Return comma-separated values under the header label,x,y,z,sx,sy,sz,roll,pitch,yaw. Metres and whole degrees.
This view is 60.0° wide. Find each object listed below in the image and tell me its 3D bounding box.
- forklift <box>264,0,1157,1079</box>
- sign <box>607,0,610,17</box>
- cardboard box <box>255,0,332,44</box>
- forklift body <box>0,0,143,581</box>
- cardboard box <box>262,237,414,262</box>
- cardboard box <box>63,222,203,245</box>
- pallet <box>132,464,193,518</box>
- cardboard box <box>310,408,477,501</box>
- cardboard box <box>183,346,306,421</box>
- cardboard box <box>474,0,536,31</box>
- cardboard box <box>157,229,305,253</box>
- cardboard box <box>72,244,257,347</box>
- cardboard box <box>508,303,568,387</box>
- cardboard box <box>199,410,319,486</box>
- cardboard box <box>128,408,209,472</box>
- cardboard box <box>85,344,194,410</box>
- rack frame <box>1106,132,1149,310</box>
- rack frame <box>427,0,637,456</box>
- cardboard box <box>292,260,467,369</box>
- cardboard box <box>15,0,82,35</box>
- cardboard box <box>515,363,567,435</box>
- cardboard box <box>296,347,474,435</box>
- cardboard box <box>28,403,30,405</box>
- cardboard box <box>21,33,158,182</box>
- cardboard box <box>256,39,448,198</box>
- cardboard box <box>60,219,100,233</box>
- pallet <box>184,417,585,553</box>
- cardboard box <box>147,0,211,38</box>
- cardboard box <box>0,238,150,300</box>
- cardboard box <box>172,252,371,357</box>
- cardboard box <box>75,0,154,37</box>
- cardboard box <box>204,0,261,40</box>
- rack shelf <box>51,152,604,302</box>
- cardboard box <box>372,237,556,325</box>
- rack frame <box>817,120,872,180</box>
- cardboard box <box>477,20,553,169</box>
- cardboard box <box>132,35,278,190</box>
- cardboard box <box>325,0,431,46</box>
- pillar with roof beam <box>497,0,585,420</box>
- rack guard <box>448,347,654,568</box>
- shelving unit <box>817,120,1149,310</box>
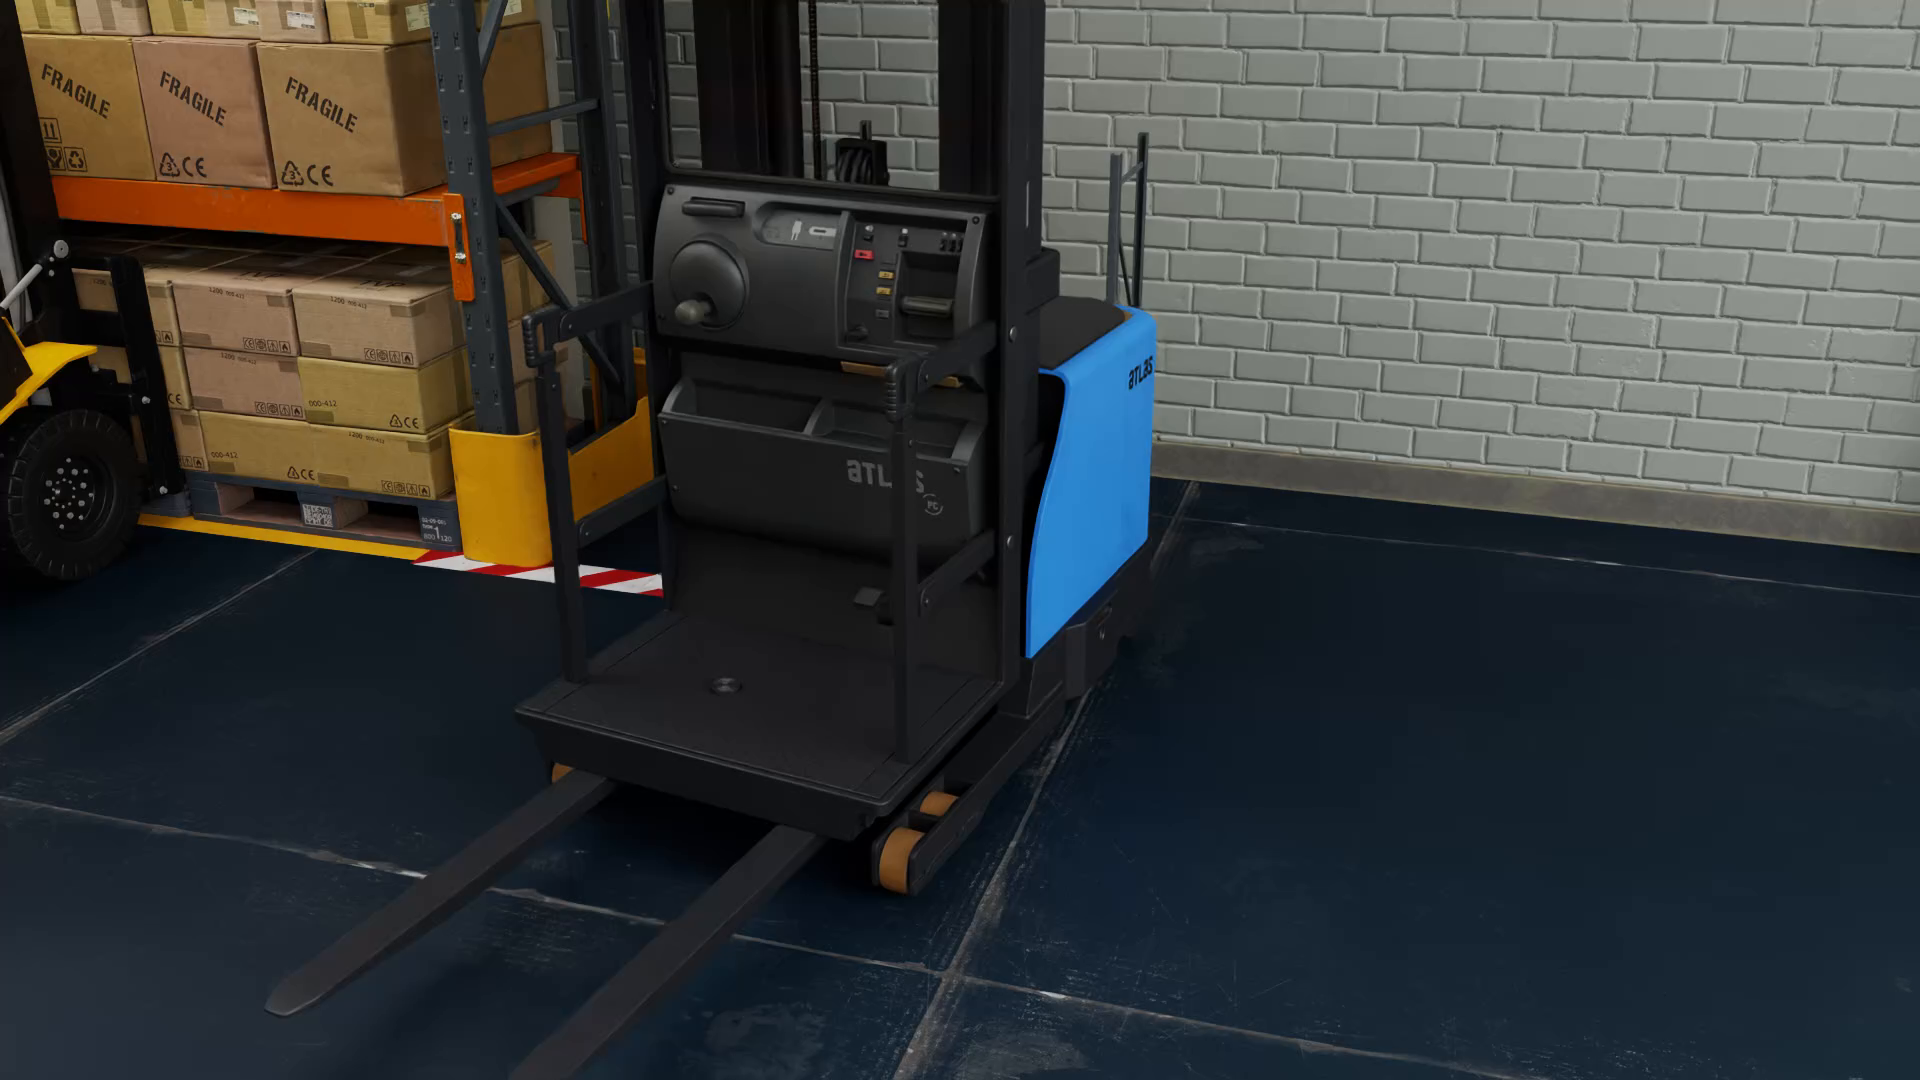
label,x,y,z,sx,sy,sz,roll,pitch,yaw
forklift,-0.460,-0.664,4.027,1.130,2.935,3.031,10,24,23
sign,-1.371,-2.153,6.322,0.005,0.325,0.100,7,23,16
cardboard box,-2.203,-1.815,5.756,0.250,0.149,0.380,7,23,16
forklift body,-3.879,-0.668,5.064,1.214,2.155,2.313,7,23,16
cardboard box,-2.422,-1.075,6.690,0.500,0.250,0.500,7,23,16
cardboard box,-3.386,-1.192,6.977,0.500,0.250,0.500,6,23,14
pallet,-3.445,-0.428,7.036,1.213,0.211,1.003,7,23,15
cardboard box,-2.078,-0.374,6.299,0.500,0.250,0.500,7,23,16
cardboard box,-2.570,-0.667,6.356,0.500,0.250,0.500,6,23,15
cardboard box,-1.787,-1.993,6.190,0.250,0.149,0.380,6,23,14
cardboard box,-2.897,-1.134,6.834,0.500,0.250,0.500,6,23,15
cardboard box,-3.044,-0.943,6.368,0.500,0.250,0.500,7,23,16
cardboard box,-1.927,-0.796,6.668,0.500,0.250,0.500,7,23,16
cardboard box,-2.551,-0.432,6.441,0.500,0.250,0.500,7,23,15
cardboard box,-3.028,-0.490,6.582,0.500,0.250,0.500,7,23,16
cardboard box,-3.071,-0.716,6.475,0.500,0.250,0.500,6,23,14
rack frame,0.568,-0.629,5.827,0.032,1.500,0.500,7,23,16
rack frame,-1.537,-1.515,6.012,0.127,3.000,1.000,7,23,16
cardboard box,-2.068,-0.837,6.111,0.500,0.250,0.500,7,23,17
cardboard box,-3.185,-1.930,6.035,0.250,0.149,0.380,7,23,16
cardboard box,-1.951,-0.562,6.758,0.500,0.250,0.500,7,23,16
cardboard box,-2.093,-0.609,6.212,0.500,0.250,0.500,6,23,15
cardboard box,-3.531,-0.539,6.701,0.500,0.250,0.500,7,23,17
cardboard box,-3.069,-1.636,6.175,0.500,0.500,0.500,6,23,14
cardboard box,-2.084,-1.520,5.892,0.500,0.500,0.500,6,23,14
cardboard box,-3.870,-1.244,7.104,0.500,0.250,0.500,7,23,16
pallet,-2.281,-0.294,6.708,1.213,0.211,1.003,7,23,16
cardboard box,-2.668,-1.897,5.956,0.250,0.149,0.380,6,23,15
cardboard box,-3.527,-1.001,6.510,0.500,0.250,0.500,6,23,14
cardboard box,-2.558,-0.891,6.242,0.500,0.250,0.500,7,23,16
cardboard box,-2.937,-1.909,5.985,0.250,0.149,0.380,6,23,14
cardboard box,-2.434,-1.866,5.880,0.250,0.149,0.380,7,23,17
rack shelf,-3.452,-1.402,6.683,4.000,0.370,1.077,7,23,16
cardboard box,-1.942,-1.021,6.560,0.500,0.250,0.500,6,23,15
rack frame,-0.405,-0.740,6.098,0.032,1.500,0.500,7,23,16
cardboard box,-1.931,-1.717,6.371,0.500,0.500,0.500,7,23,17
cardboard box,-2.578,-1.580,6.038,0.500,0.500,0.500,7,23,17
cardboard box,-1.950,-1.798,5.714,0.250,0.149,0.380,7,23,16
pillar with roof beam,-3.187,-3.131,2.044,0.400,9.000,9.100,7,23,16
rack guard,-1.514,-0.356,6.480,0.348,0.500,1.175,7,23,16
shelving unit,0.073,-0.686,5.965,1.083,1.500,0.587,7,23,16
